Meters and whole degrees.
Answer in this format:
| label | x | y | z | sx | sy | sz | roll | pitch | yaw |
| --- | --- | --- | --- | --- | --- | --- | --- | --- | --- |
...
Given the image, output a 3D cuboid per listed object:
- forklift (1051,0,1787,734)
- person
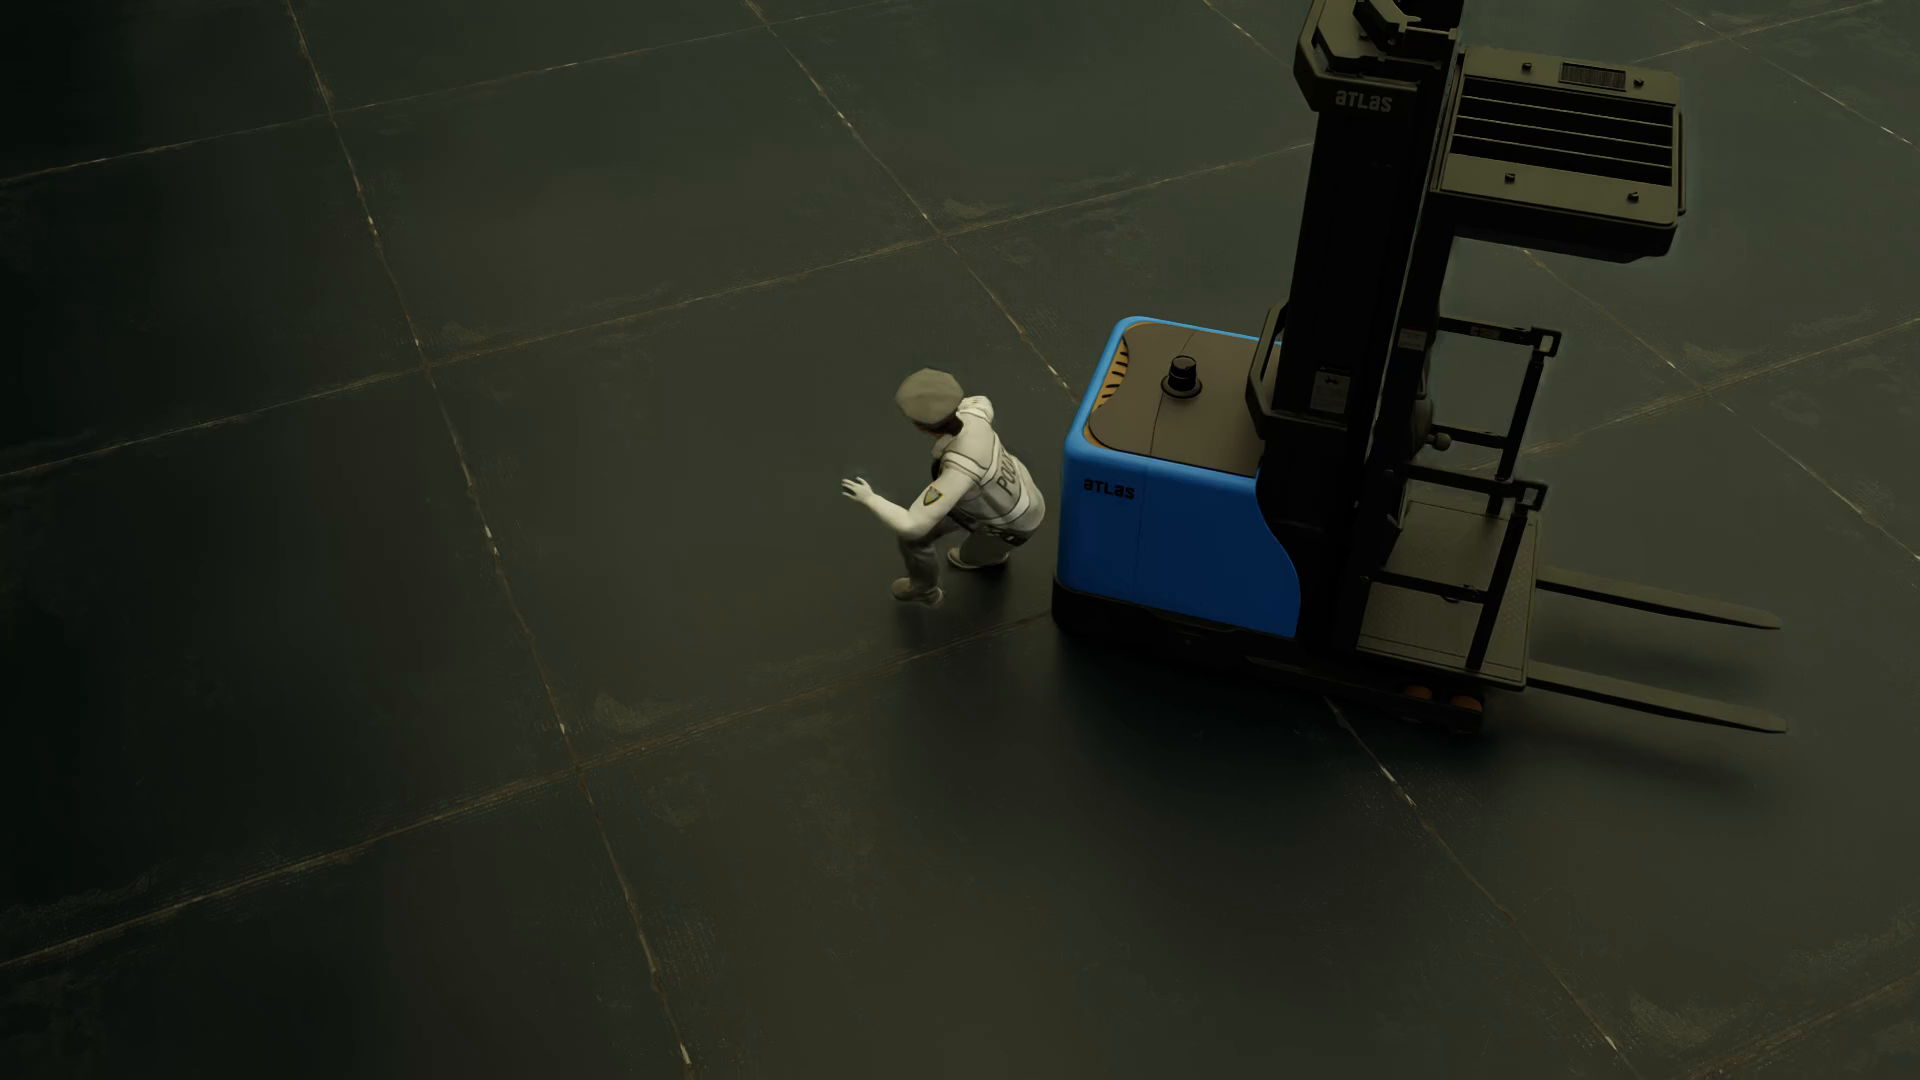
| label | x | y | z | sx | sy | sz | roll | pitch | yaw |
| --- | --- | --- | --- | --- | --- | --- | --- | --- | --- |
| forklift | 1.981 | -0.670 | 6.398 | 3.031 | 2.935 | 1.130 | 12 | 44 | 13 |
| person | -0.095 | -0.168 | 6.952 | 0.836 | 1.432 | 0.916 | -9 | 44 | -9 |
